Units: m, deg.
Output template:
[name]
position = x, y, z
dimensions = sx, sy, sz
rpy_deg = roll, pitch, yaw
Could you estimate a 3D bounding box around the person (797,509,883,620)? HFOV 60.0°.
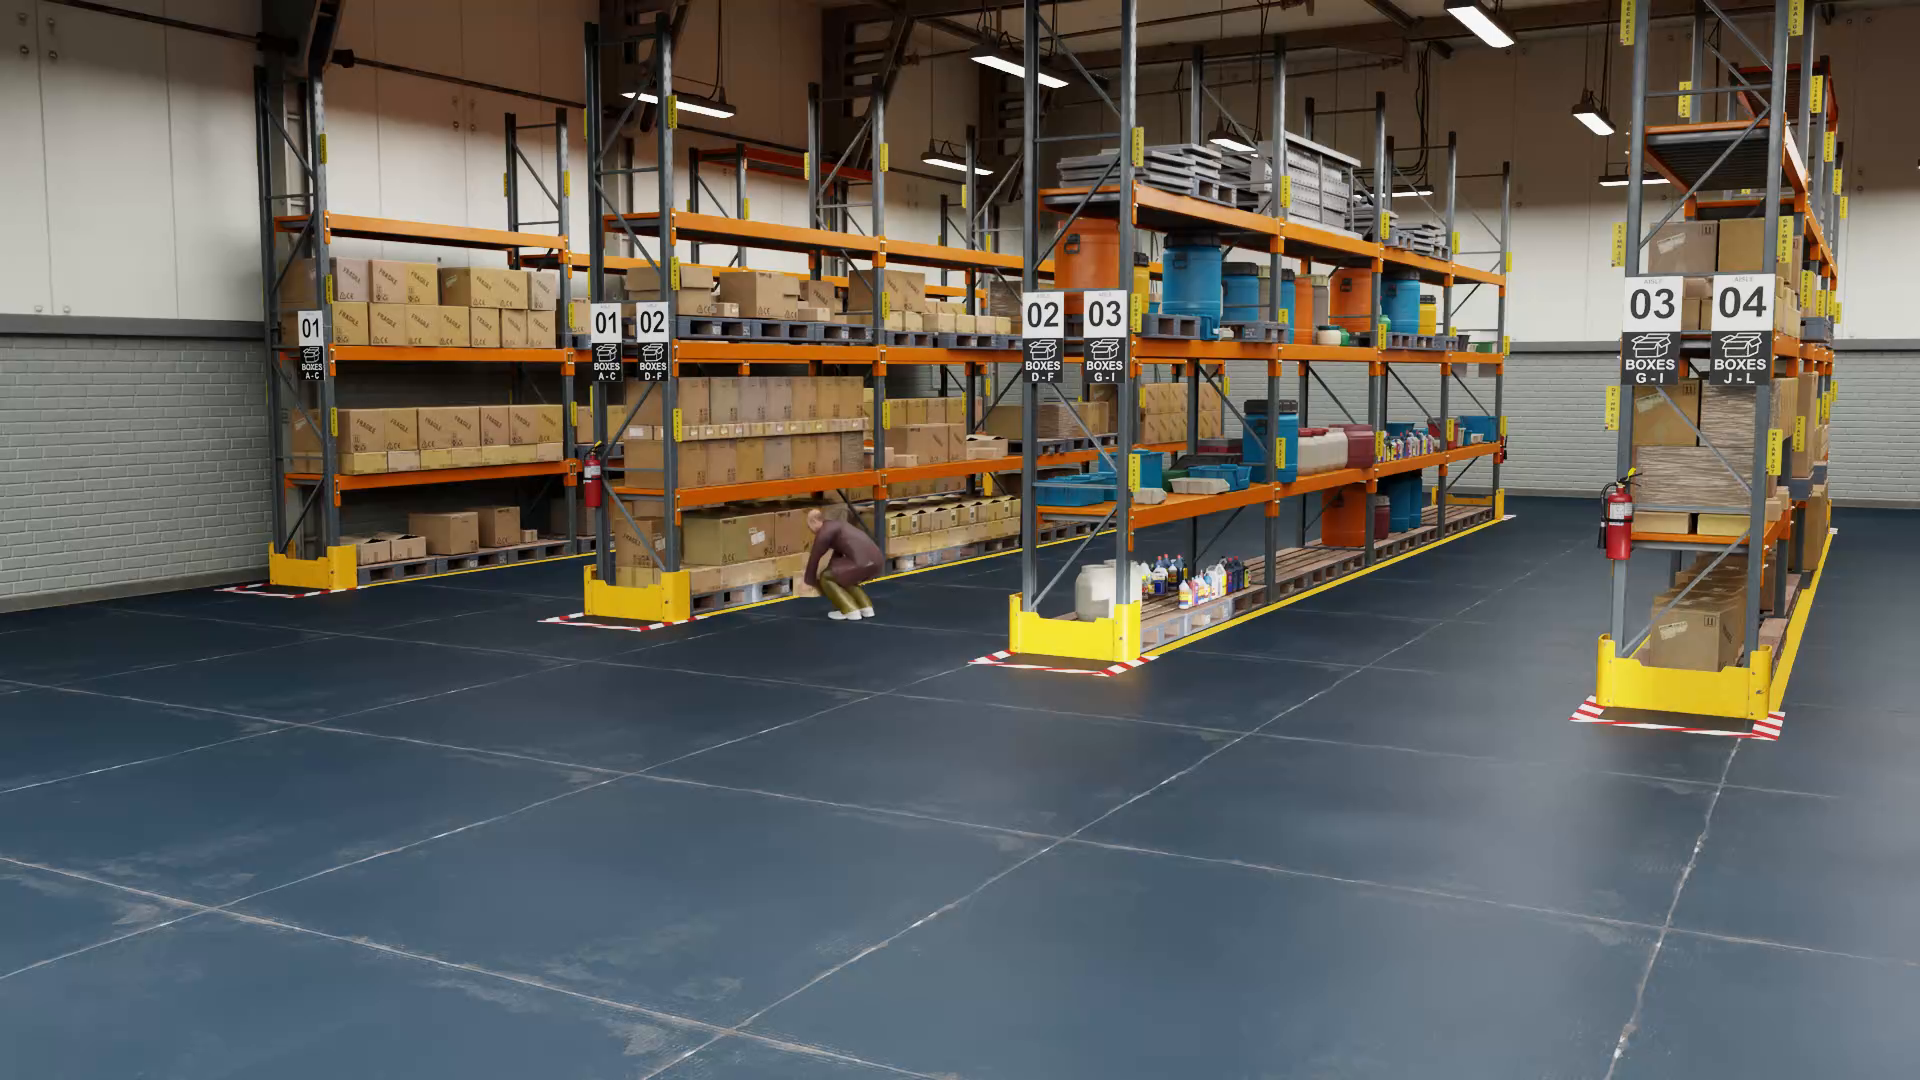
[person]
position = -1.208, 0.254, 17.004
dimensions = 0.873, 1.084, 0.616
rpy_deg = 3, 7, 28
